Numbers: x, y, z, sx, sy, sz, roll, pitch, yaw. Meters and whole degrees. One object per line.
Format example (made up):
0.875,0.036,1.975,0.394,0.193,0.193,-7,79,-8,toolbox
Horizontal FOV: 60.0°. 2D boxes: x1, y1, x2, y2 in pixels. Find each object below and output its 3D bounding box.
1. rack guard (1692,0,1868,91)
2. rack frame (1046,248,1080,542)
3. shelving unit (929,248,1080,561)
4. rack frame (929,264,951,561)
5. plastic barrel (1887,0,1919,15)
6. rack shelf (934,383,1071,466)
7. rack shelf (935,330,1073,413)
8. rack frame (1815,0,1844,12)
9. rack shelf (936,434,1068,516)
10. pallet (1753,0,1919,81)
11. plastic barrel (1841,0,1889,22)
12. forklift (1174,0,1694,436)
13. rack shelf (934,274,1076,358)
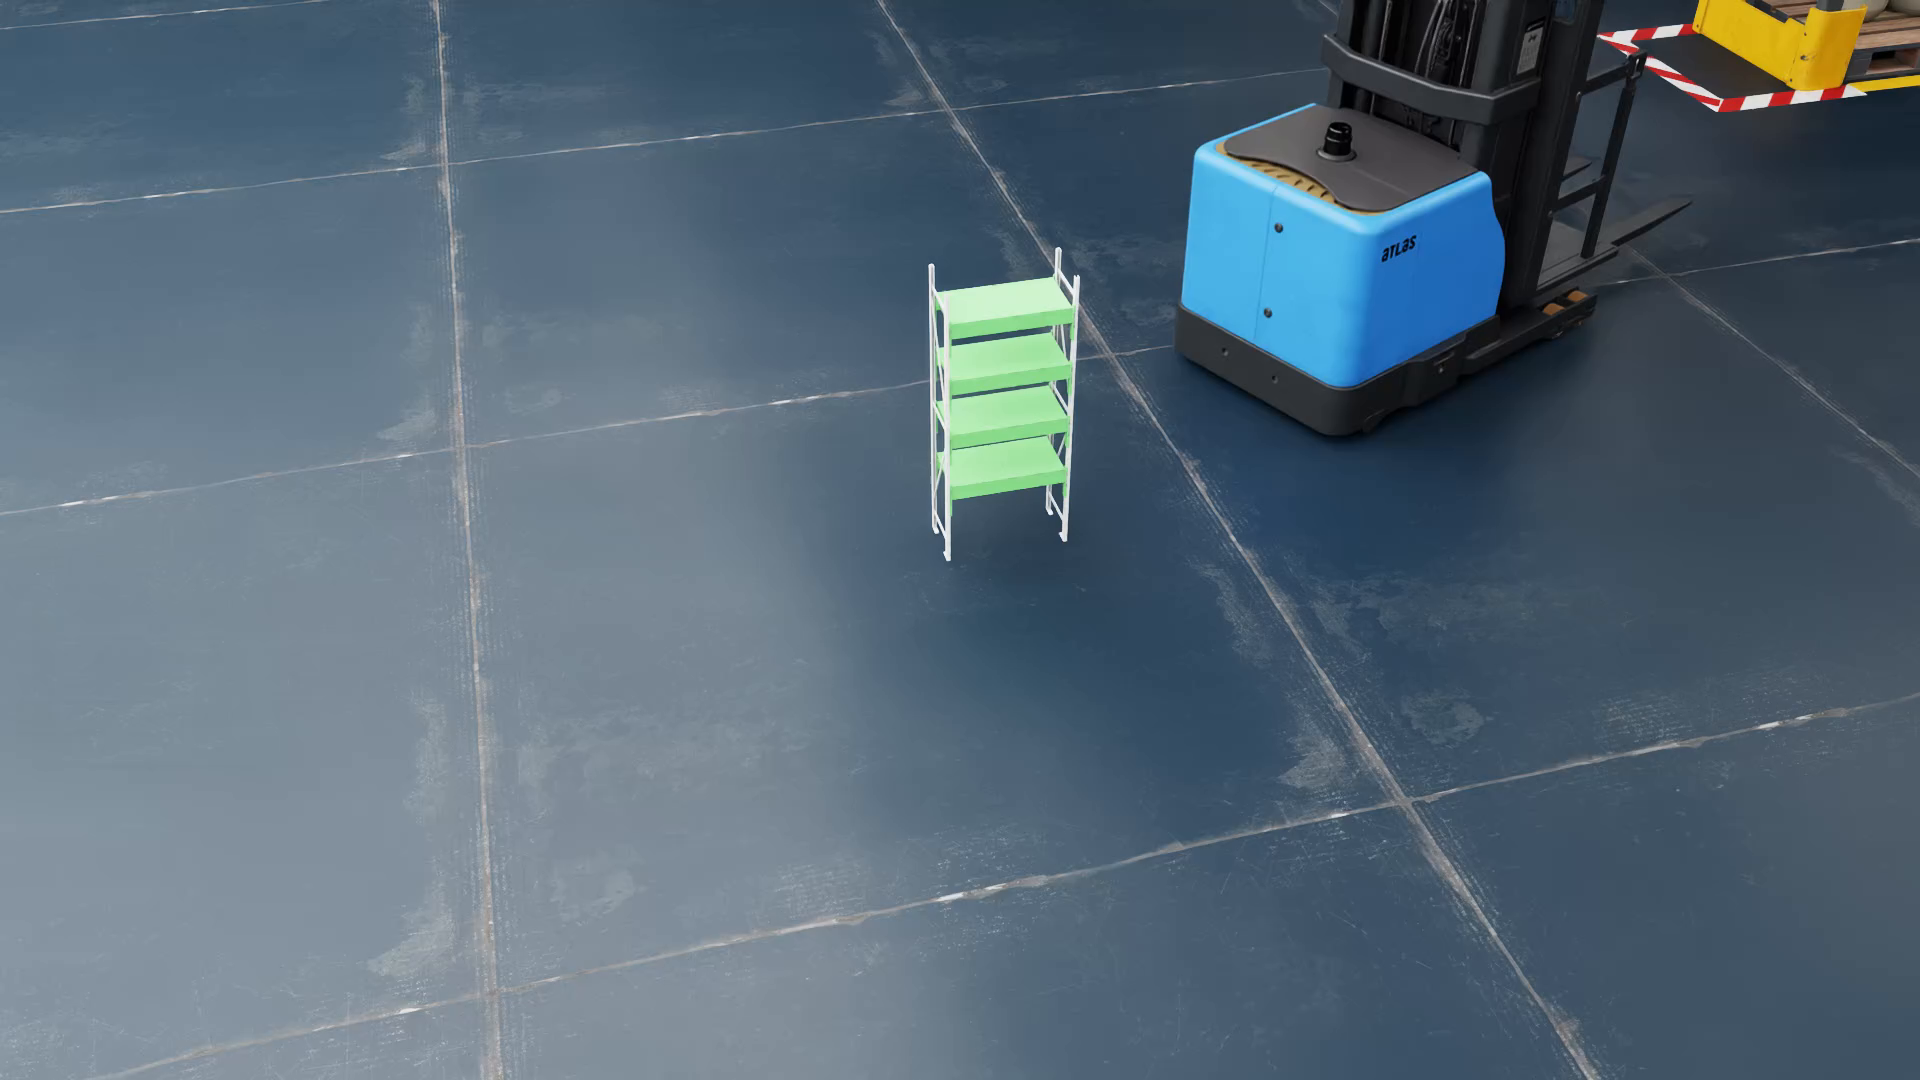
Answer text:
5.271,-3.374,10.749,0.348,0.500,1.175,-9,38,-12,rack guard
0.395,-0.541,6.470,0.015,1.200,0.240,-9,38,-12,rack frame
0.160,-0.503,6.420,0.503,1.200,0.258,-9,38,-12,shelving unit
-0.076,-0.464,6.369,0.015,1.200,0.240,-9,38,-12,rack frame
6.309,-3.734,10.865,0.421,0.512,0.421,0,37,0,plastic barrel
0.160,-0.452,6.459,0.480,0.148,0.258,-9,38,-12,rack shelf
0.160,-0.643,6.313,0.480,0.148,0.258,-9,38,-12,rack shelf
5.209,-4.327,9.938,0.127,3.000,1.000,-9,38,-12,rack frame
0.160,-0.261,6.604,0.480,0.148,0.258,-9,38,-12,rack shelf
6.056,-3.385,11.001,1.213,0.211,1.003,-9,38,-12,pallet
5.825,-3.655,10.761,0.421,0.512,0.421,0,37,0,plastic barrel
2.468,-2.359,7.421,3.031,2.935,1.130,-26,45,-30,forklift
0.160,-0.833,6.167,0.480,0.148,0.258,-9,38,-12,rack shelf
